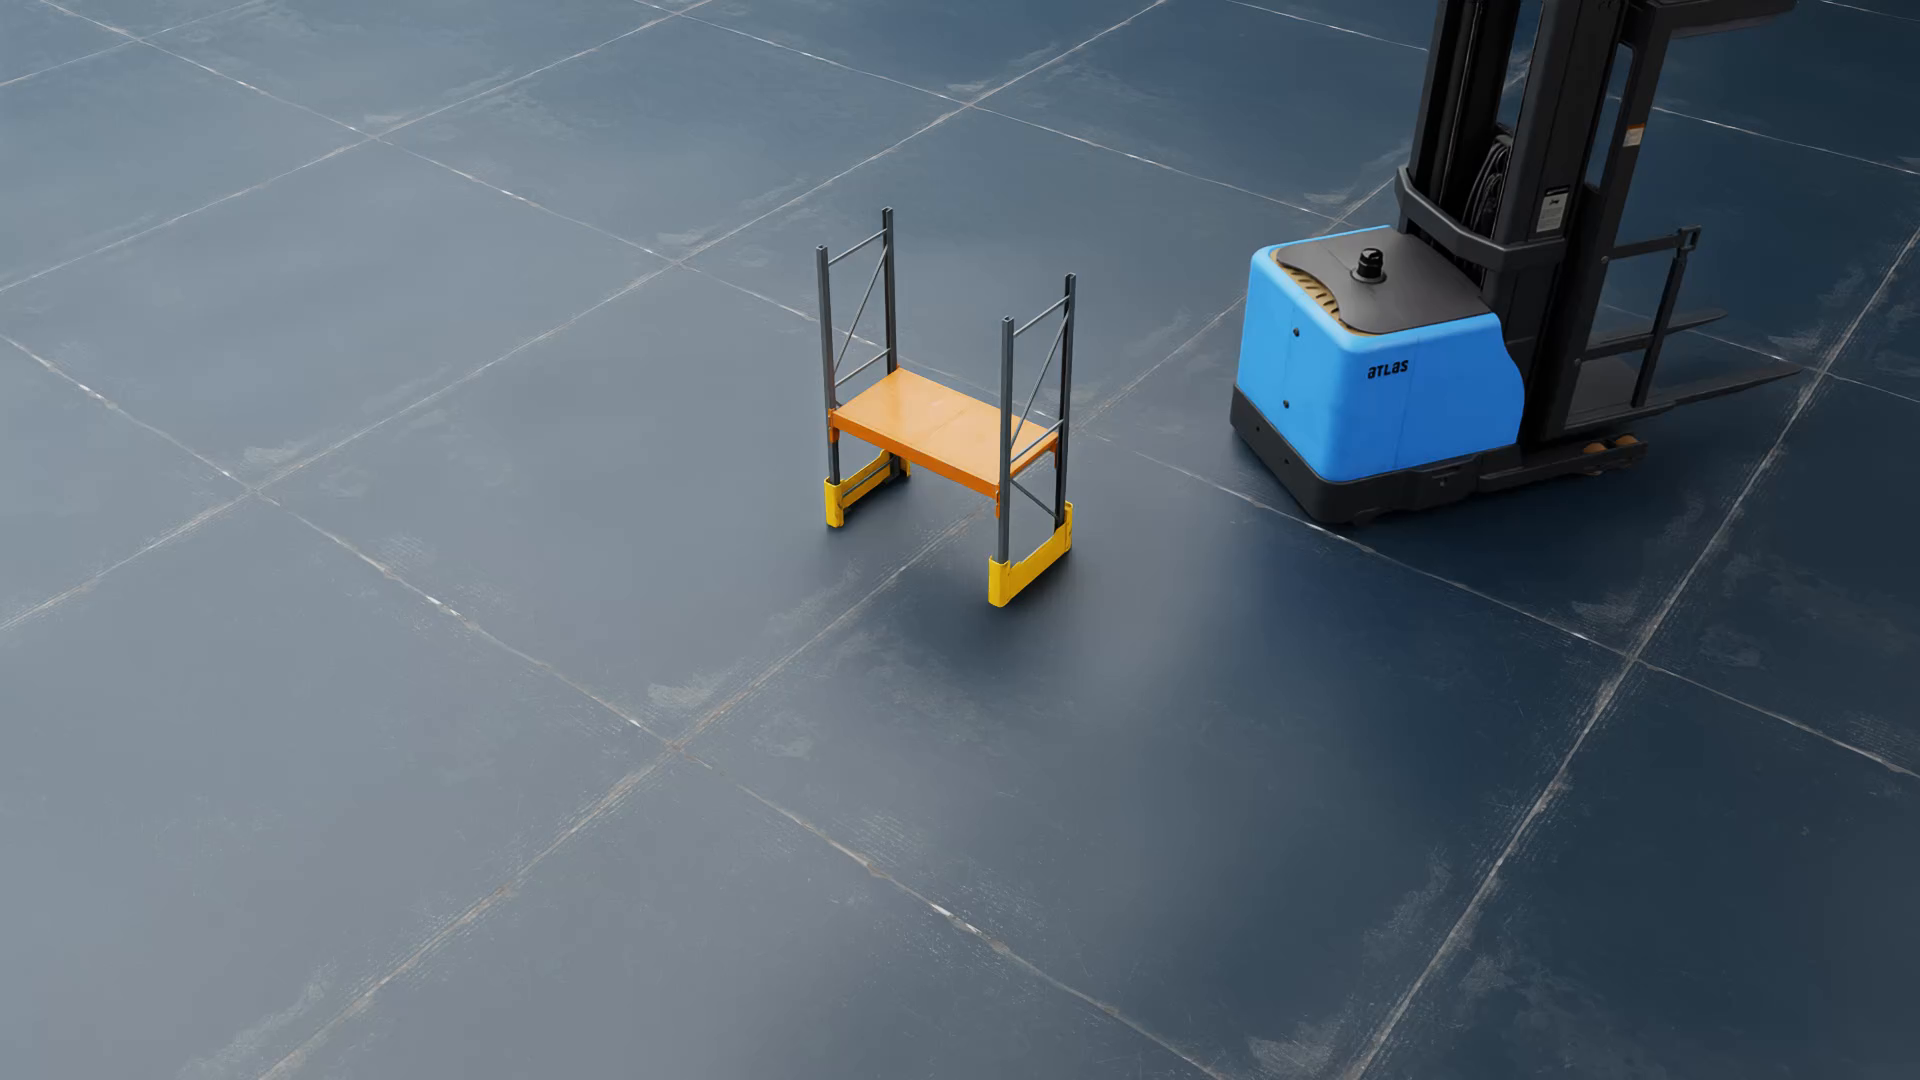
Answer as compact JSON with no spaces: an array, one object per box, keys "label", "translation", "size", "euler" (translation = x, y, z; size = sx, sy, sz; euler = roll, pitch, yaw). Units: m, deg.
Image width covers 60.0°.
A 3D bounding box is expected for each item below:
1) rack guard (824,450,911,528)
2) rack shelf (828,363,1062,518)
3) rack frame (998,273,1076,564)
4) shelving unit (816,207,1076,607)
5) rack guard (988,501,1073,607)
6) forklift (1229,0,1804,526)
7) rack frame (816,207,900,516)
[{"label":"rack guard","translation":[-0.456,-0.313,8.308],"size":[0.087,0.250,0.587],"euler":[25,45,29]},{"label":"rack shelf","translation":[-0.068,-0.481,7.800],"size":[1.000,0.185,0.538],"euler":[25,45,29]},{"label":"rack frame","translation":[0.336,-0.432,7.446],"size":[0.032,1.500,0.500],"euler":[25,45,29]},{"label":"shelving unit","translation":[-0.061,-0.619,7.685],"size":[1.083,1.500,0.587],"euler":[25,45,29]},{"label":"rack guard","translation":[0.335,0.060,7.832],"size":[0.087,0.250,0.587],"euler":[25,45,29]},{"label":"forklift","translation":[2.998,-1.777,8.003],"size":[3.031,2.935,1.130],"euler":[-13,40,-15]},{"label":"rack frame","translation":[-0.472,-0.813,7.932],"size":[0.032,1.500,0.500],"euler":[25,45,29]}]
